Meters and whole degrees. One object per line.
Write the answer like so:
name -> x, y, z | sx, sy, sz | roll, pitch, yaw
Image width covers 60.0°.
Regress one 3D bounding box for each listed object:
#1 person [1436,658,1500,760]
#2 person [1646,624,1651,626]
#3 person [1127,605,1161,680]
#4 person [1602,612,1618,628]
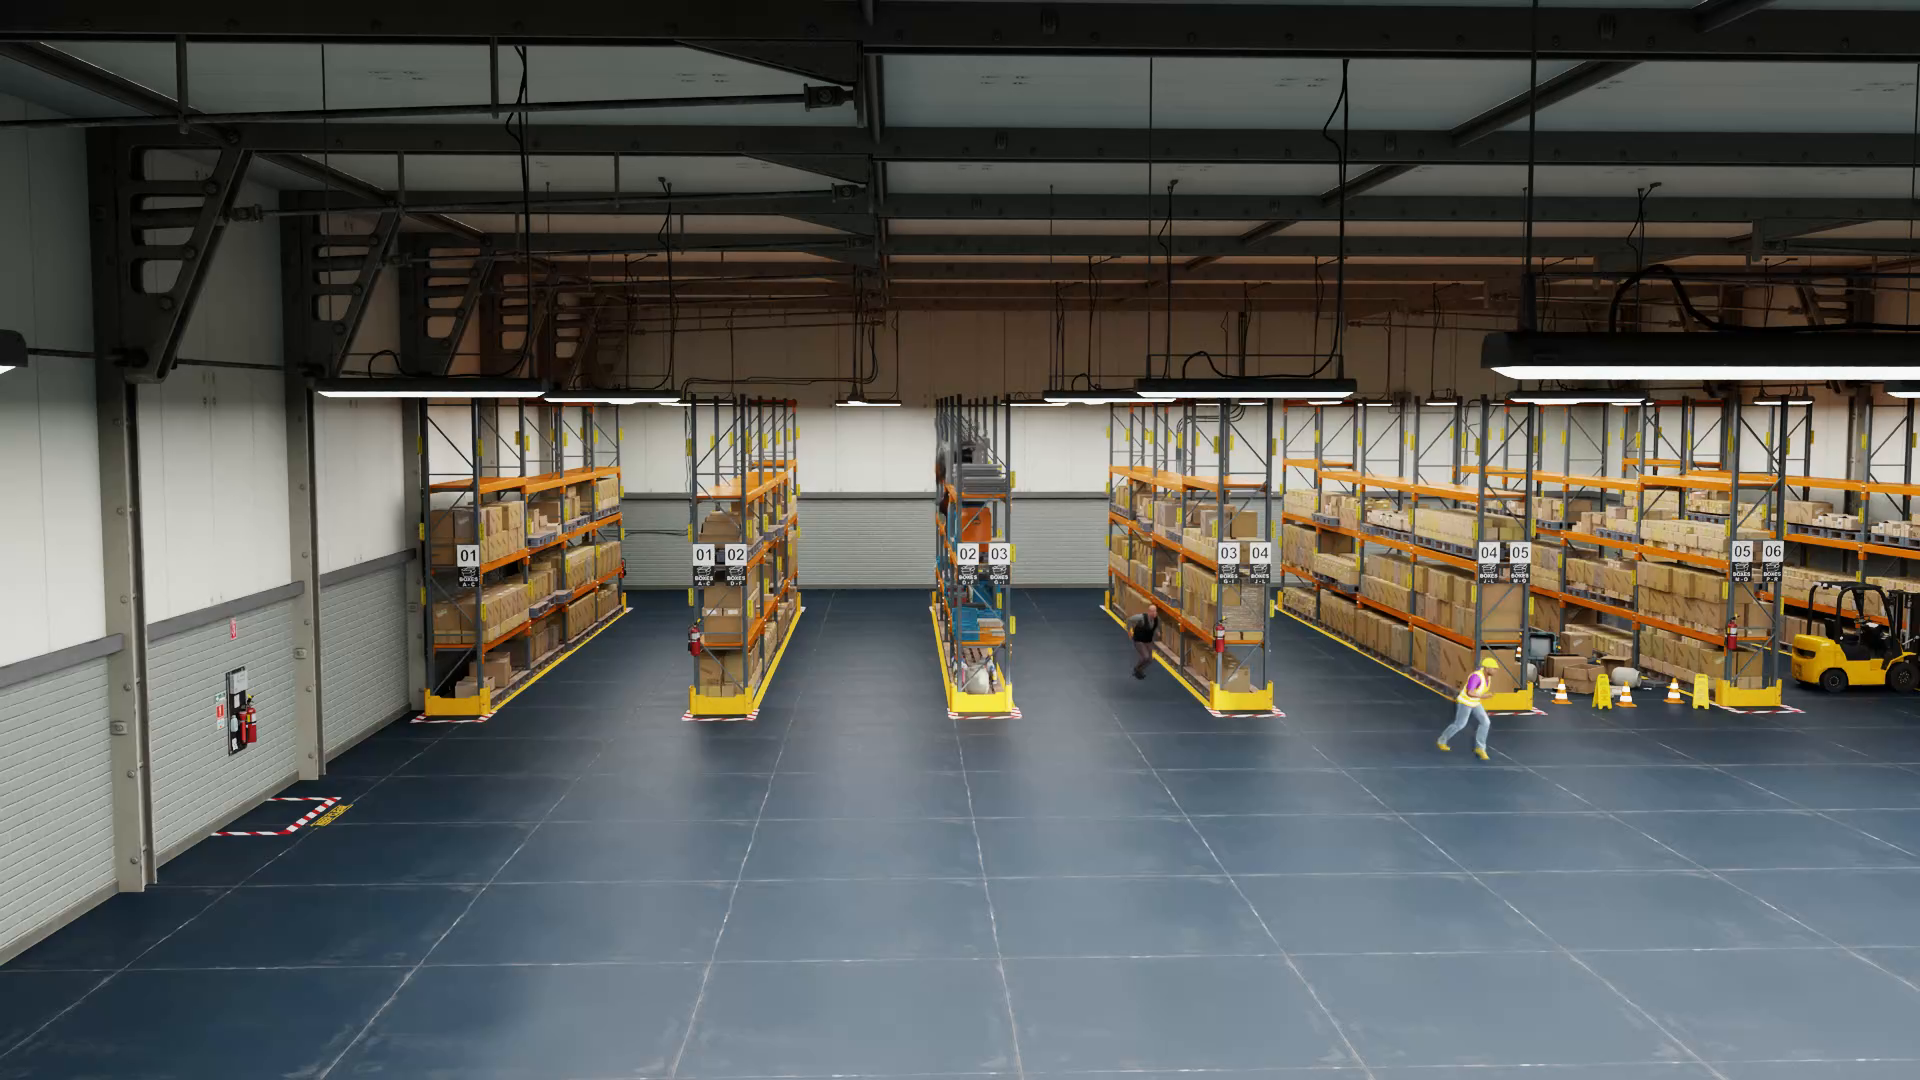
person -> 8.372, 2.762, 27.393 | 1.031, 1.716, 0.745 | 4, 6, 39
person -> 16.703, 1.727, 39.724 | 0.671, 1.777, 0.707 | -1, 5, -7
person -> 3.702, 2.071, 33.466 | 0.686, 1.570, 0.862 | -2, 5, -28
person -> 16.702, 1.471, 42.704 | 0.640, 1.677, 0.662 | 0, 5, -6
